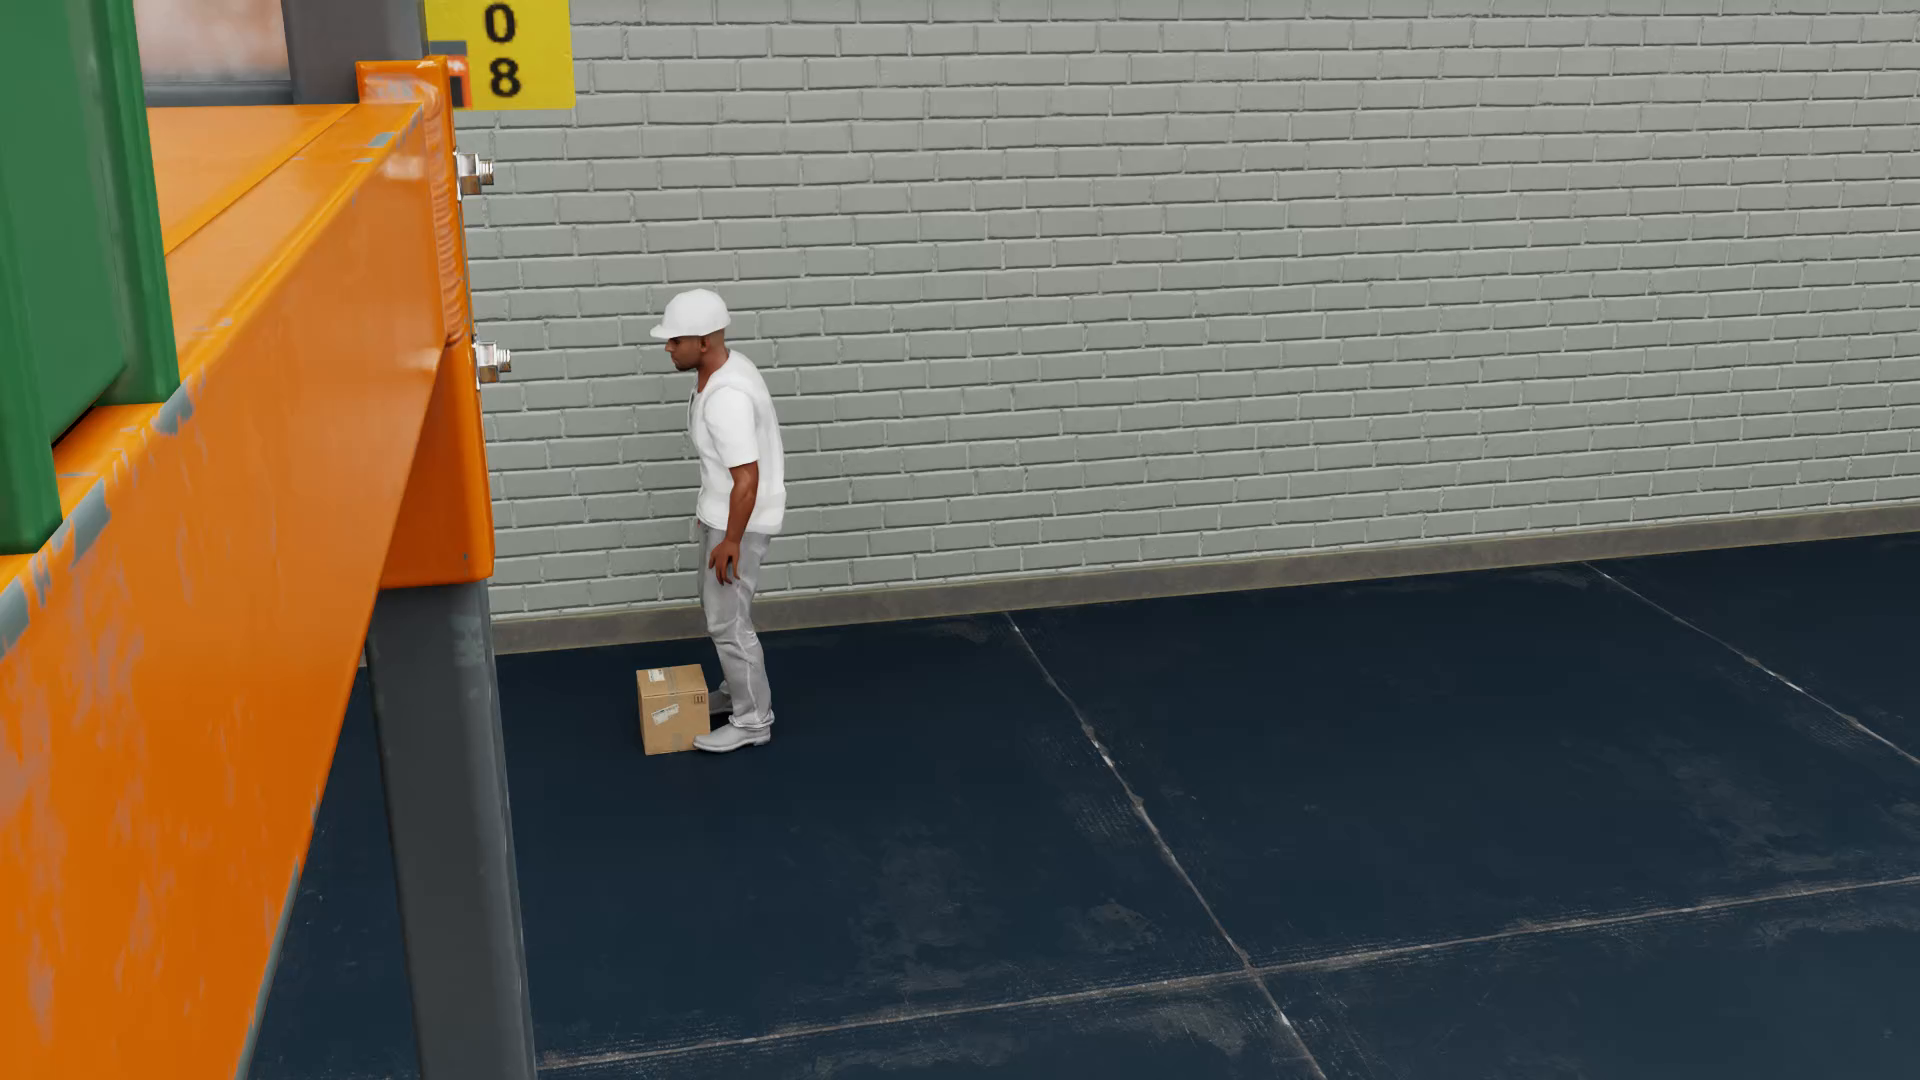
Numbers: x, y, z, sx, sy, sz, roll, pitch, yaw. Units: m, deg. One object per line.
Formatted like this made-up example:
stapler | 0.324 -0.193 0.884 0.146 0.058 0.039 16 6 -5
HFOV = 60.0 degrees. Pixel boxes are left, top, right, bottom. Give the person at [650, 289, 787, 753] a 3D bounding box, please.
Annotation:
person | -0.891 -0.078 6.264 0.460 1.760 0.625 -5 20 -13
